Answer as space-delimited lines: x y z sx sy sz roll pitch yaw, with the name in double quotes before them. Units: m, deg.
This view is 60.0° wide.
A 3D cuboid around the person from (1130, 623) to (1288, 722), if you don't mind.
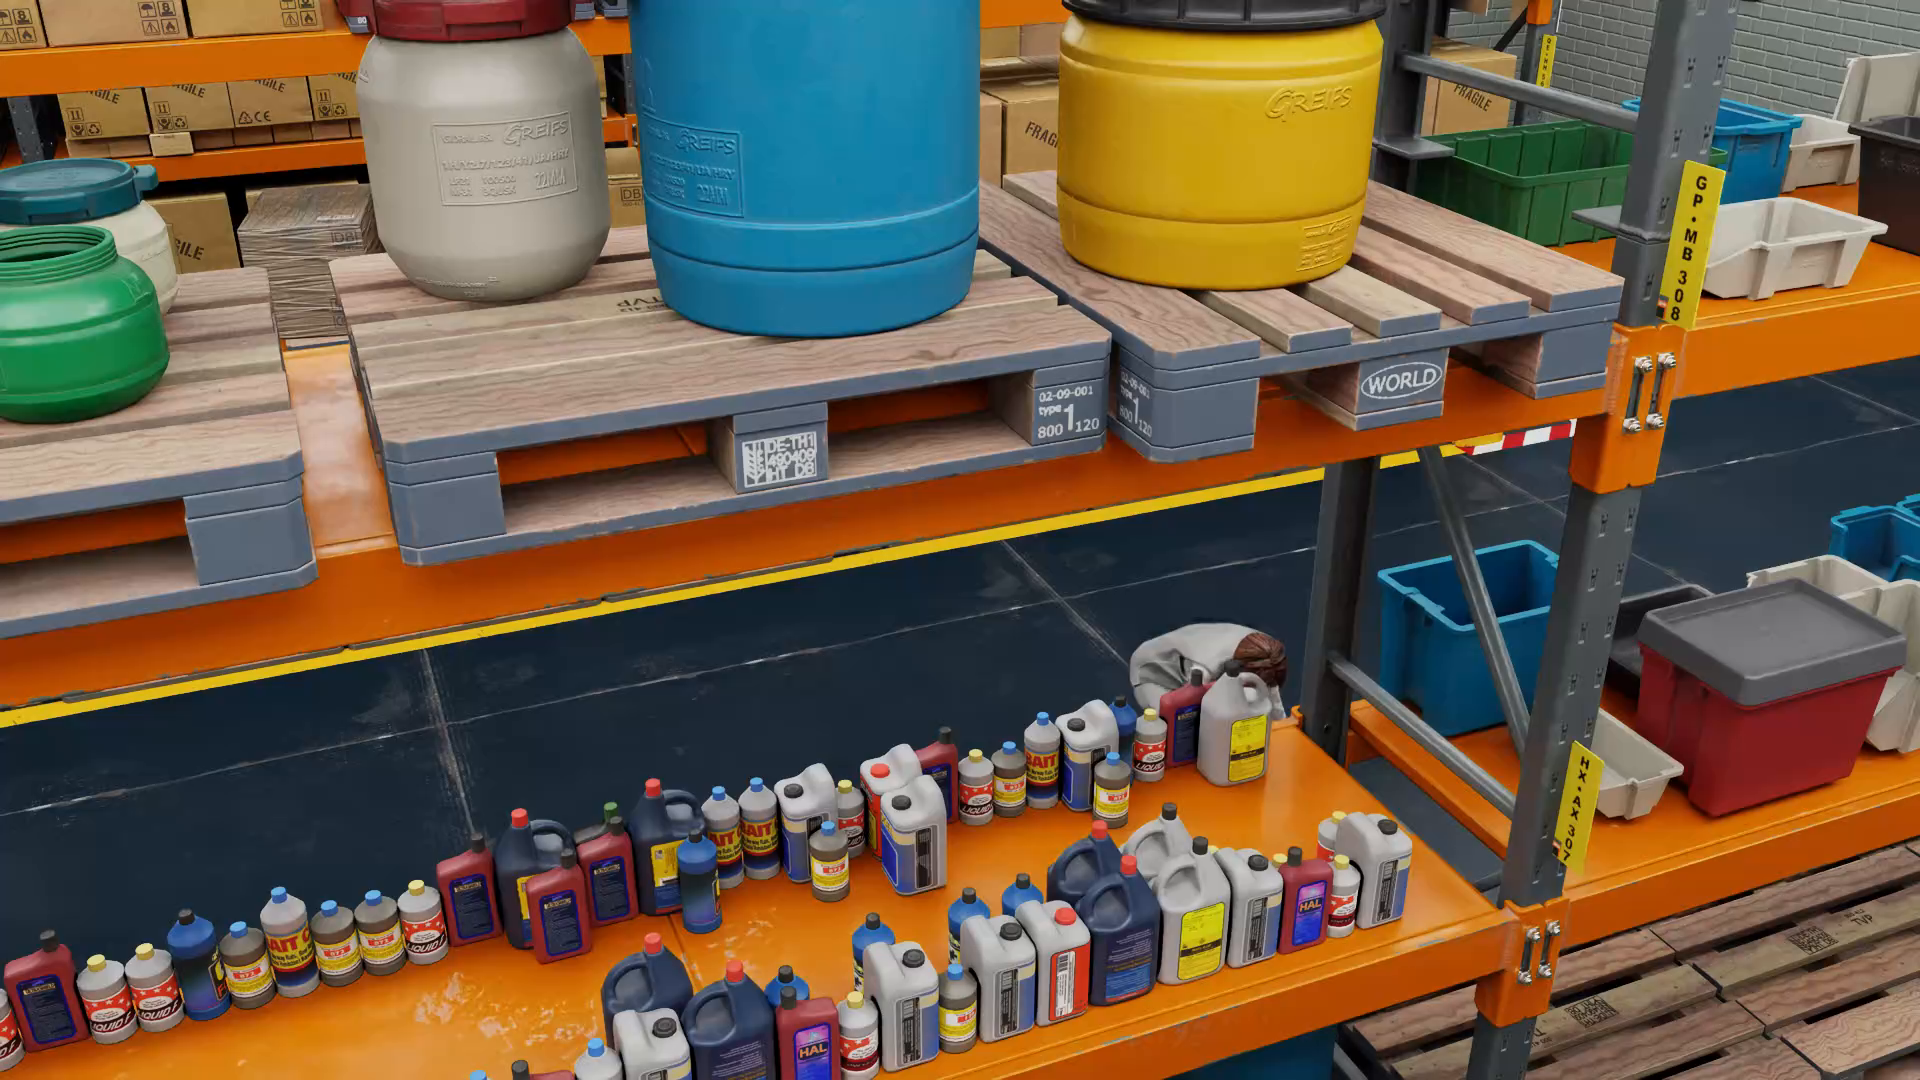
"person" 0.978 0.669 6.539 0.445 0.919 0.787 -11 28 -21
